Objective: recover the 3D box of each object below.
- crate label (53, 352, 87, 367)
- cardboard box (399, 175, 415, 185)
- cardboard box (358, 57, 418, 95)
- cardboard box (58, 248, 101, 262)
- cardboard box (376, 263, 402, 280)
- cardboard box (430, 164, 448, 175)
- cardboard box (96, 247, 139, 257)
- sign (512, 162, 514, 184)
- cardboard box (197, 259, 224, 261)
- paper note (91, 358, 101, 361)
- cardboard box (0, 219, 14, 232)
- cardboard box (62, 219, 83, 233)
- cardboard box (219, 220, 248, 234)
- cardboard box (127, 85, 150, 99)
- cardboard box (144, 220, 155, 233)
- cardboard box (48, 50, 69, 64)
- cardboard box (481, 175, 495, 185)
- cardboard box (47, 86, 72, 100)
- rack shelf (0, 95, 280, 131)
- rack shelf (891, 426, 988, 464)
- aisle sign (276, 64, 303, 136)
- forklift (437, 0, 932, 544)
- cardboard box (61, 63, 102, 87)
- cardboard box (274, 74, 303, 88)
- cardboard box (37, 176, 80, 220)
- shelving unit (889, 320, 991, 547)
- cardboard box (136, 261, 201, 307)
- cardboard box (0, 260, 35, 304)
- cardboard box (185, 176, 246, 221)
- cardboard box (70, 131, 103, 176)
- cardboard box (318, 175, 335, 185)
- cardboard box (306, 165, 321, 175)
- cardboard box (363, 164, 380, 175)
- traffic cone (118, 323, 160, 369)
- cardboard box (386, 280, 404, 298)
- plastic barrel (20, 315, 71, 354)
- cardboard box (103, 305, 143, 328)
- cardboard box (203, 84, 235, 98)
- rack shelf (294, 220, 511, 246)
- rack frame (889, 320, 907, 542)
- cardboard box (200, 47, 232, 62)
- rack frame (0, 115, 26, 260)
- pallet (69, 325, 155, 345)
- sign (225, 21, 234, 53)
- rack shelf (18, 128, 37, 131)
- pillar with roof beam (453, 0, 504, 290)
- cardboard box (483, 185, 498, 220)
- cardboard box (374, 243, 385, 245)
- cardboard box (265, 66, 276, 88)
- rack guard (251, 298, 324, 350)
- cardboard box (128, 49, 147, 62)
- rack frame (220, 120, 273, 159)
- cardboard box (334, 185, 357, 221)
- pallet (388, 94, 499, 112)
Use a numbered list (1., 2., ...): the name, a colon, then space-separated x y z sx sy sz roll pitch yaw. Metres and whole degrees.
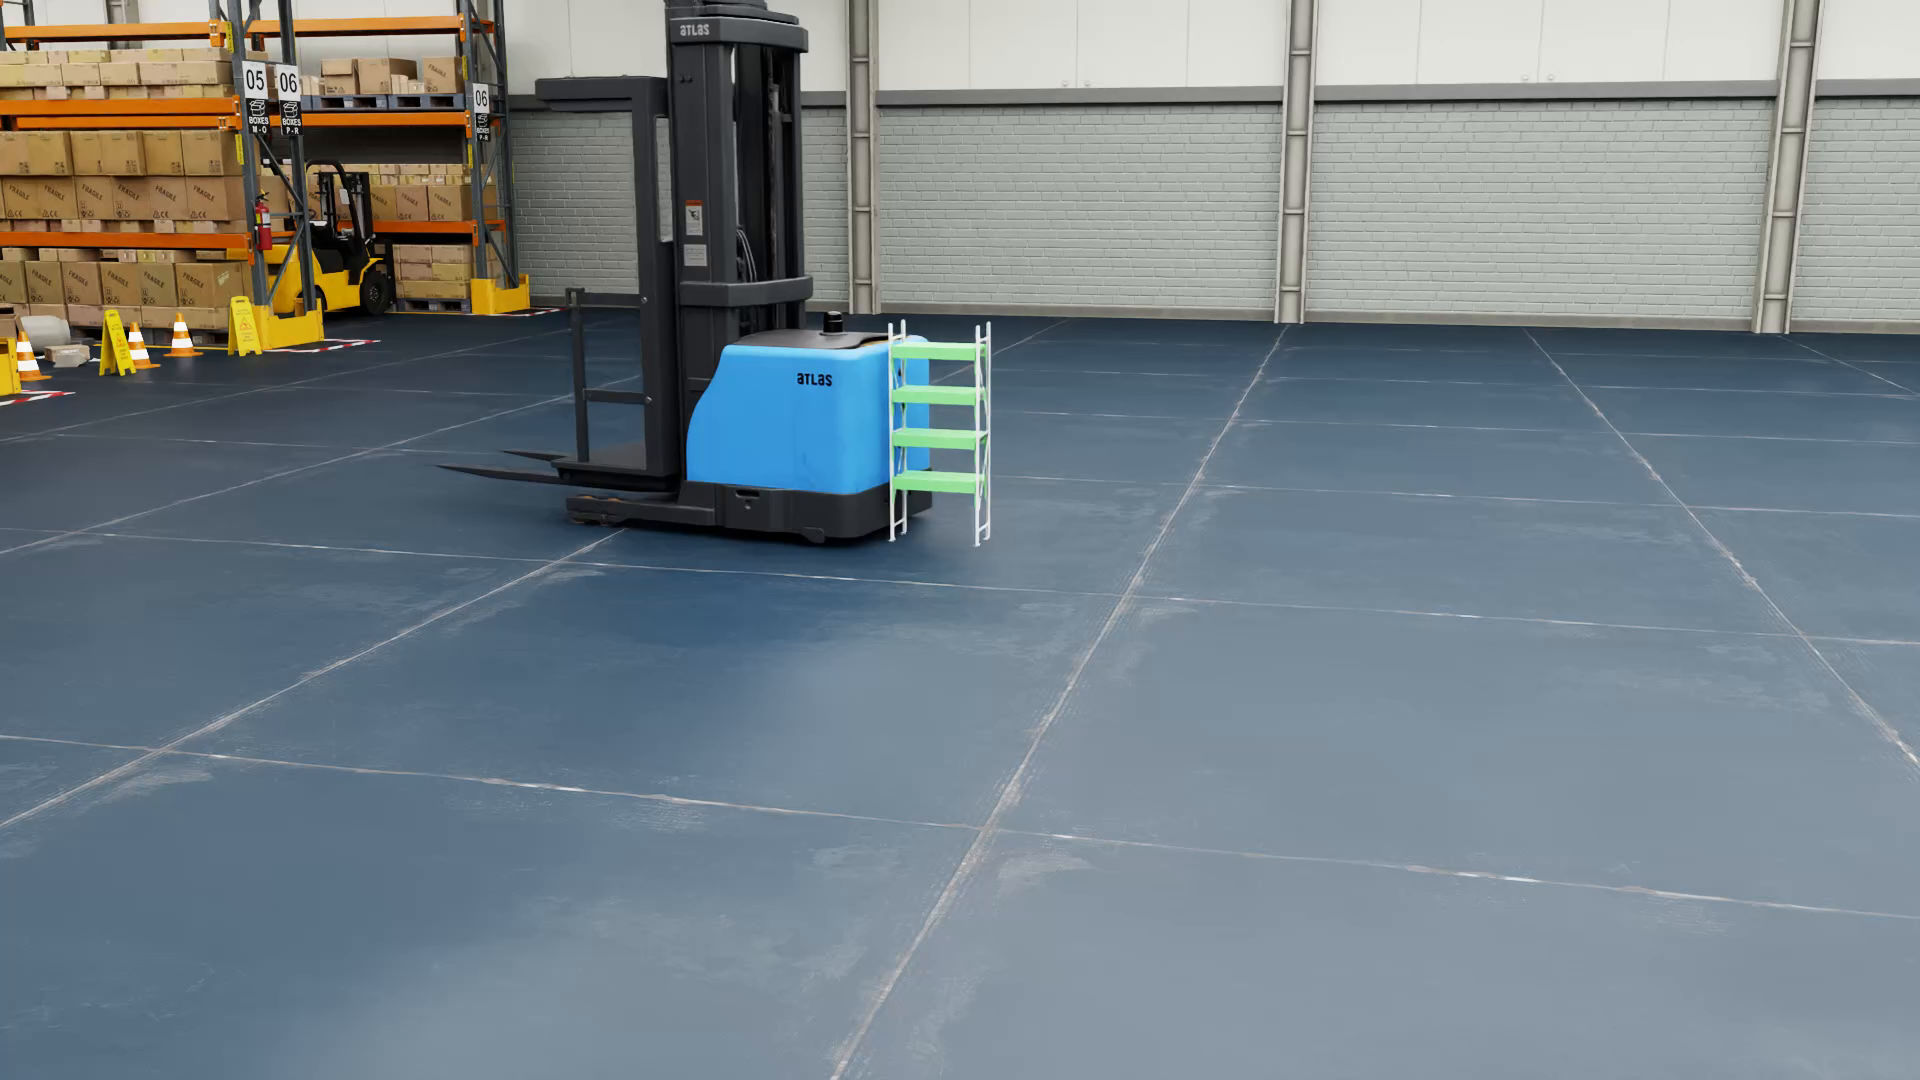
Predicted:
1. crate label: -9.352 -1.899 17.479 0.298 0.136 0.250 -4 13 -16
2. cardboard box: -7.860 -5.186 23.956 0.250 0.149 0.380 3 13 13
3. cardboard box: -8.184 -6.626 23.818 0.500 0.500 0.700 3 13 14
4. cardboard box: -10.418 -3.376 19.675 0.250 0.149 0.380 4 13 17
5. cardboard box: -8.264 -3.930 24.247 0.500 0.250 0.500 3 13 12
6. cardboard box: -7.371 -5.304 23.802 0.250 0.149 0.380 3 13 14
7. cardboard box: -13.254 -4.207 25.782 0.625 0.625 0.875 3 13 15
8. sign: -6.587 -5.391 24.425 0.005 0.325 0.100 3 13 14
9. cardboard box: -9.160 -3.125 20.042 0.500 0.500 0.500 3 13 11
10. paper note: -9.306 -1.950 17.953 0.142 0.019 0.148 -1 13 -6
11. cardboard box: -11.308 -3.768 19.872 0.250 0.149 0.380 3 13 15
12. cardboard box: -10.326 -3.702 19.574 0.250 0.149 0.380 3 13 14
13. cardboard box: -8.326 -3.621 19.209 0.250 0.149 0.380 4 13 15
14. cardboard box: -9.307 -5.128 19.075 0.250 0.149 0.380 3 13 13
15. cardboard box: -9.314 -3.678 19.468 0.250 0.149 0.380 3 13 14
16. cardboard box: -10.290 -5.567 19.213 0.250 0.149 0.380 3 13 13
17. cardboard box: -6.993 -5.251 24.247 0.250 0.149 0.380 3 13 12
18. cardboard box: -10.320 -5.165 19.245 0.250 0.149 0.380 3 13 12
19. rack shelf: -9.853 -4.986 19.518 4.000 0.370 1.077 3 13 14
20. rack shelf: -0.109 -0.524 9.120 0.480 0.148 0.258 4 13 16
21. aisle sign: -7.777 -5.100 19.295 0.004 0.787 0.394 3 13 14
22. forklift: -1.724 -1.603 9.690 3.031 2.935 1.130 6 14 24
23. cardboard box: -9.957 -5.353 19.172 0.500 0.250 0.500 3 13 14
24. cardboard box: -9.860 -6.601 24.141 0.500 0.311 0.500 3 13 15
25. cardboard box: -10.457 -4.039 19.598 0.500 0.500 0.500 3 13 13
26. shelving unit: -0.109 -0.586 9.107 0.503 1.200 0.258 4 13 16
27. cardboard box: -9.259 -3.011 19.527 0.500 0.500 0.500 4 13 16
28. cardboard box: -11.287 -3.118 20.010 0.500 0.500 0.500 4 13 16
29. cardboard box: -8.504 -3.933 19.120 0.500 0.500 0.500 3 13 13
30. cardboard box: -9.920 -4.520 19.454 0.500 0.500 0.700 3 13 13
31. cardboard box: -9.127 -5.242 24.207 0.250 0.149 0.380 3 13 12
32. cardboard box: -9.362 -5.404 24.250 0.250 0.149 0.380 3 13 13
33. cardboard box: -8.387 -5.343 23.977 0.250 0.149 0.380 3 13 15
34. traffic cone: -8.574 -2.031 17.318 0.334 0.463 0.336 3 13 14
35. cardboard box: -8.222 -3.689 24.316 0.500 0.250 0.500 3 13 14
36. plastic barrel: -10.280 -2.300 18.624 0.512 0.421 0.421 -9 15 -35
37. cardboard box: -9.771 -2.672 19.729 0.500 0.250 0.500 3 13 12
38. cardboard box: -8.325 -5.071 18.818 0.250 0.149 0.380 3 13 14
39. rack shelf: -8.668 -4.566 24.549 4.000 0.370 1.077 3 13 14
40. rack frame: -0.343 -0.601 9.174 0.015 1.200 0.240 4 13 16
41. cardboard box: -8.311 -5.456 18.712 0.250 0.149 0.380 3 13 14
42. rack frame: -11.795 -3.977 20.233 0.127 3.000 1.000 3 13 14
43. pallet: -9.946 -2.525 20.128 1.213 0.211 1.003 3 13 14
44. sign: -8.064 -5.550 18.355 0.005 0.325 0.100 3 13 14
45. rack shelf: -16.435 -6.445 26.095 4.000 0.370 1.077 3 13 14
46. pillar with roof beam: -8.217 -7.062 20.290 0.400 9.000 9.100 3 13 14
47. cardboard box: -7.140 -4.946 24.371 0.500 0.500 0.500 3 13 15
48. cardboard box: -8.727 -4.200 24.307 0.500 0.250 0.500 3 13 12
49. cardboard box: -8.336 -5.388 19.327 0.500 0.250 0.500 3 13 13
50. rack guard: -7.985 -2.553 19.586 0.348 0.500 1.175 3 13 14
51. cardboard box: -9.274 -5.525 19.024 0.250 0.149 0.380 3 13 14
52. rack frame: -10.609 -5.021 24.938 0.127 3.000 1.000 3 13 14
53. cardboard box: -8.756 -4.912 24.215 0.500 0.500 0.500 3 13 14
54. pallet: -7.406 -6.277 23.877 1.213 0.211 1.003 3 13 14
